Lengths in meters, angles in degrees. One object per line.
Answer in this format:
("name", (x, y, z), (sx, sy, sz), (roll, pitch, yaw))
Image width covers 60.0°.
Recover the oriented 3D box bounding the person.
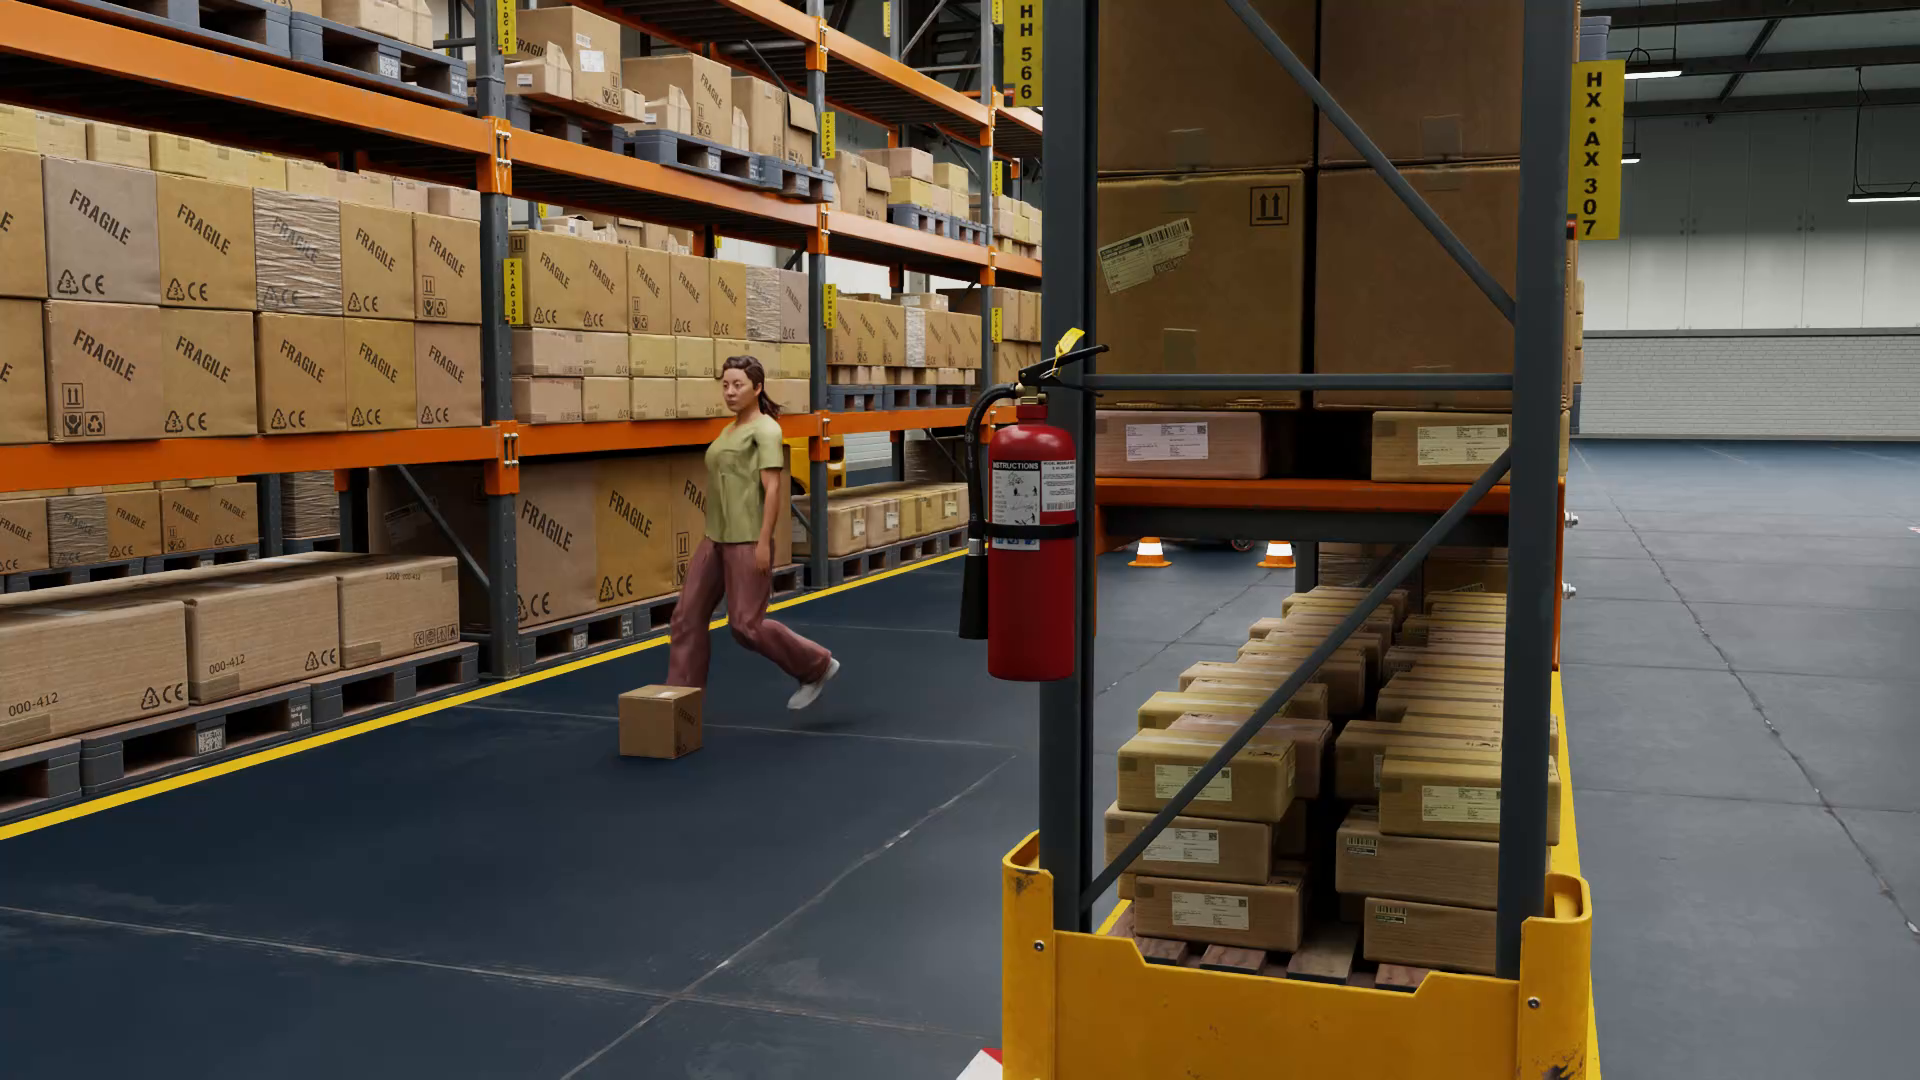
("person", (-0.987, 0.011, 7.240), (0.896, 1.629, 0.464), (-4, 7, -39))
